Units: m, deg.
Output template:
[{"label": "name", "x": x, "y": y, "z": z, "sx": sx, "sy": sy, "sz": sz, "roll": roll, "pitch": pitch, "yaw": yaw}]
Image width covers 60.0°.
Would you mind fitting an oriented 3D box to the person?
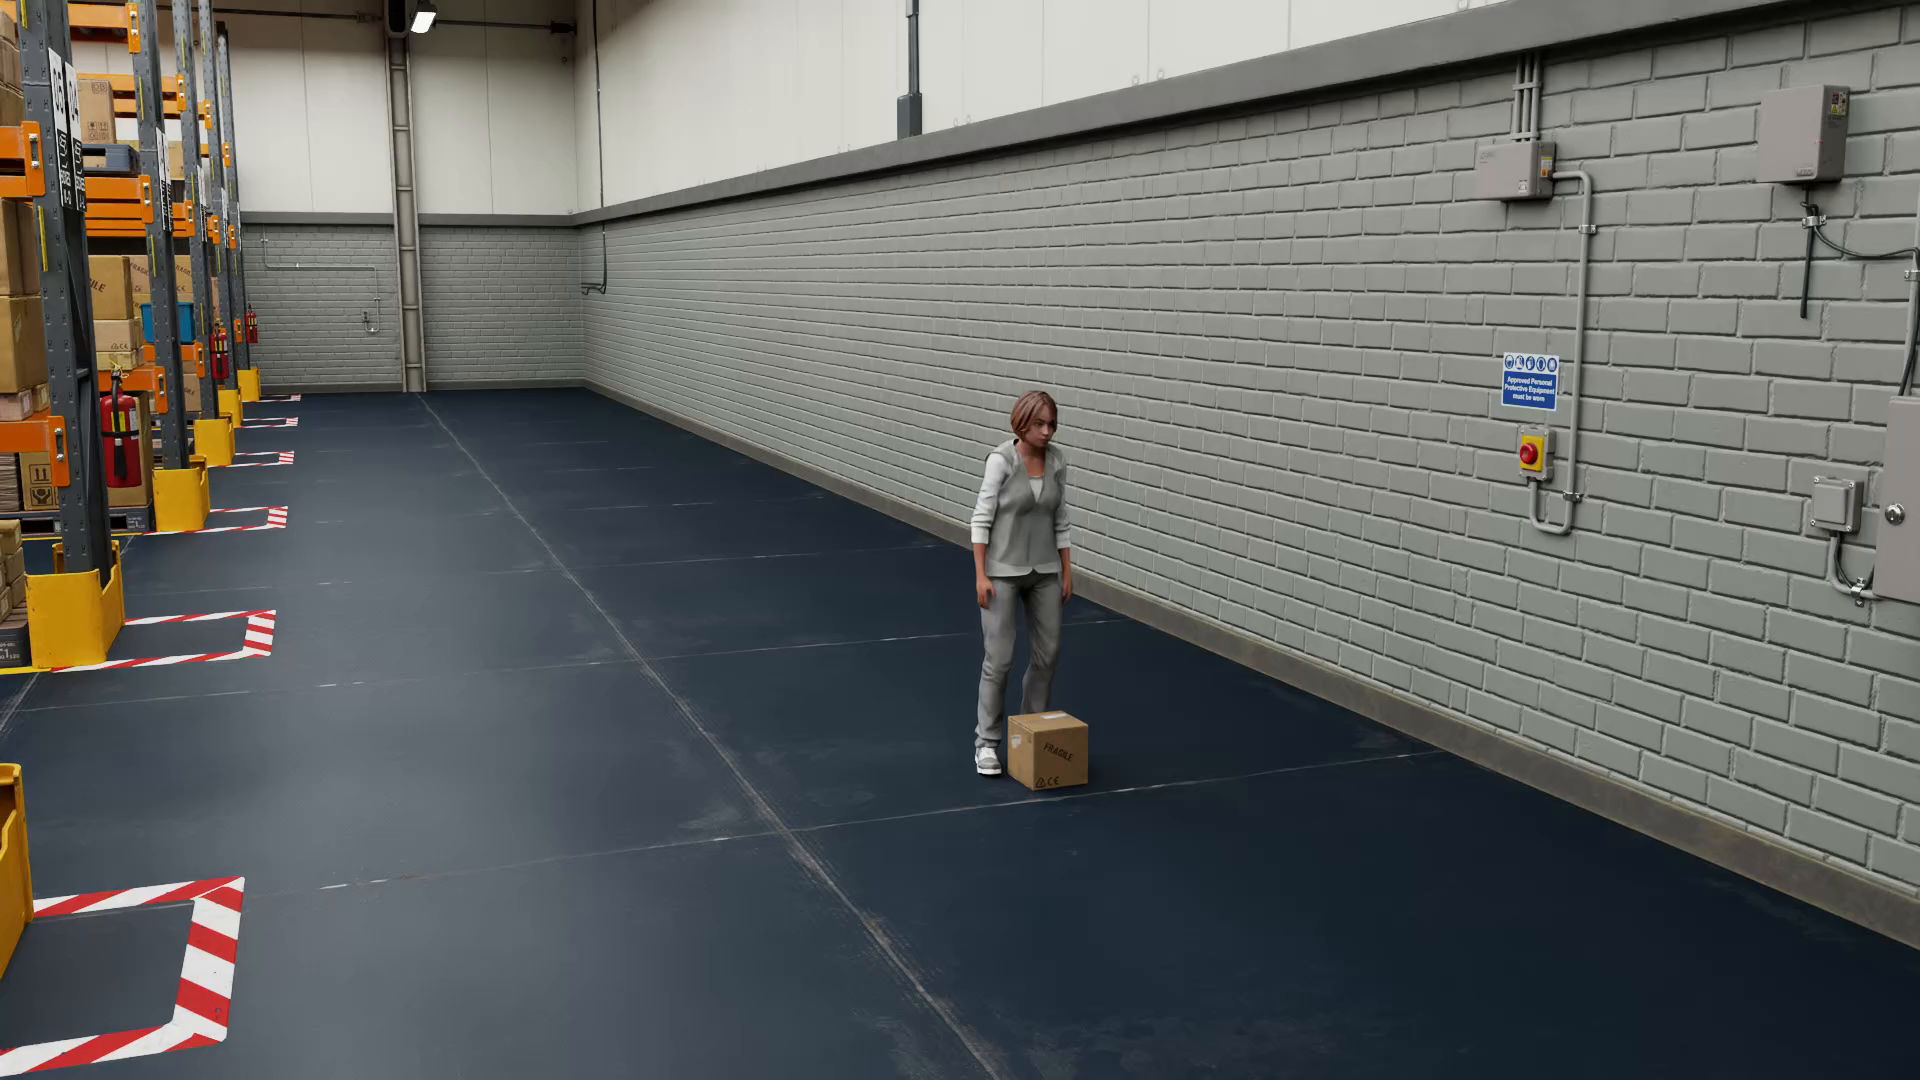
[{"label": "person", "x": 0.262, "y": 0.167, "z": 6.966, "sx": 0.474, "sy": 1.590, "sz": 0.346, "roll": -4, "pitch": 10, "yaw": -24}]
